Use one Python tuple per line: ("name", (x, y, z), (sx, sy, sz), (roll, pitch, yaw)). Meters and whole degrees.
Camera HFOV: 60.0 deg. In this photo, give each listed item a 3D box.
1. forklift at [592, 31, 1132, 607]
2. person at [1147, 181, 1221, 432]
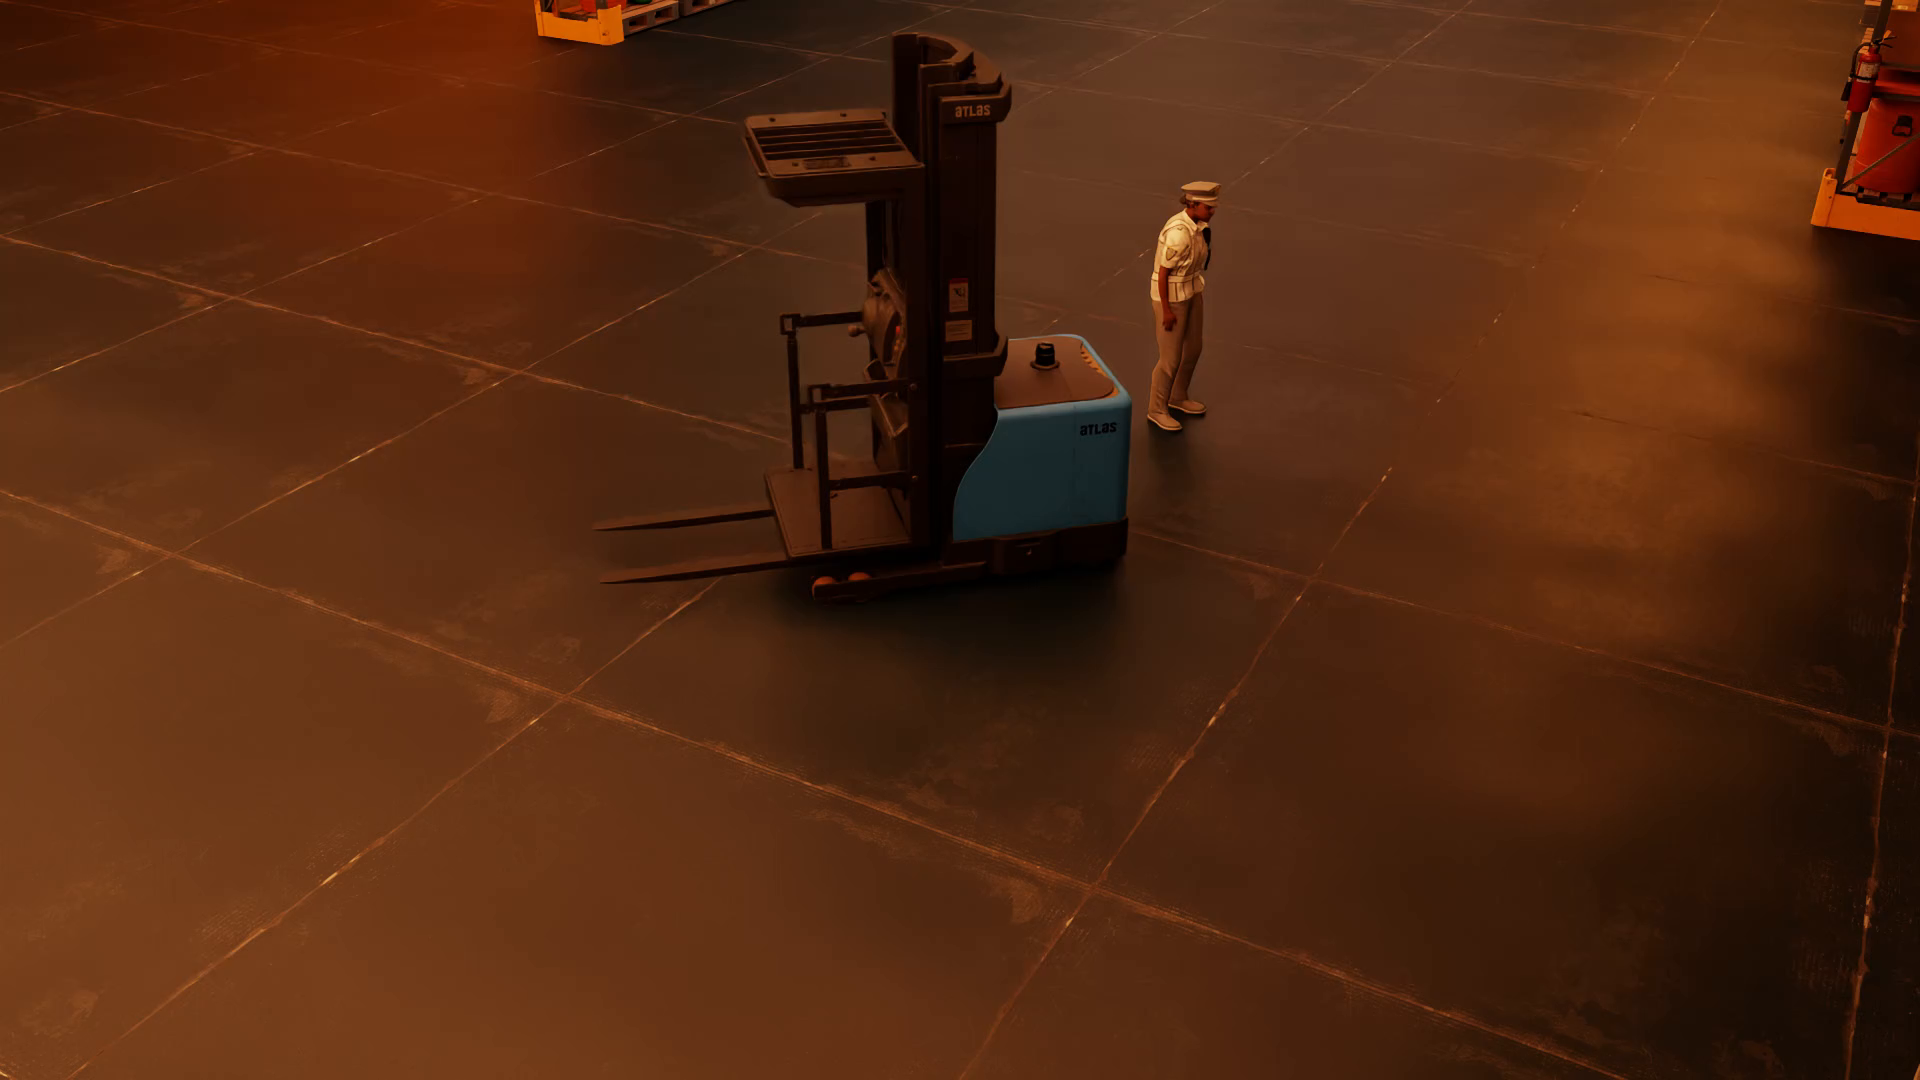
("forklift", (-0.600, -1.186, 9.126), (3.031, 2.935, 1.130), (-7, 31, -12))
("person", (1.480, -1.585, 11.095), (0.397, 1.655, 0.519), (20, 36, 31))
